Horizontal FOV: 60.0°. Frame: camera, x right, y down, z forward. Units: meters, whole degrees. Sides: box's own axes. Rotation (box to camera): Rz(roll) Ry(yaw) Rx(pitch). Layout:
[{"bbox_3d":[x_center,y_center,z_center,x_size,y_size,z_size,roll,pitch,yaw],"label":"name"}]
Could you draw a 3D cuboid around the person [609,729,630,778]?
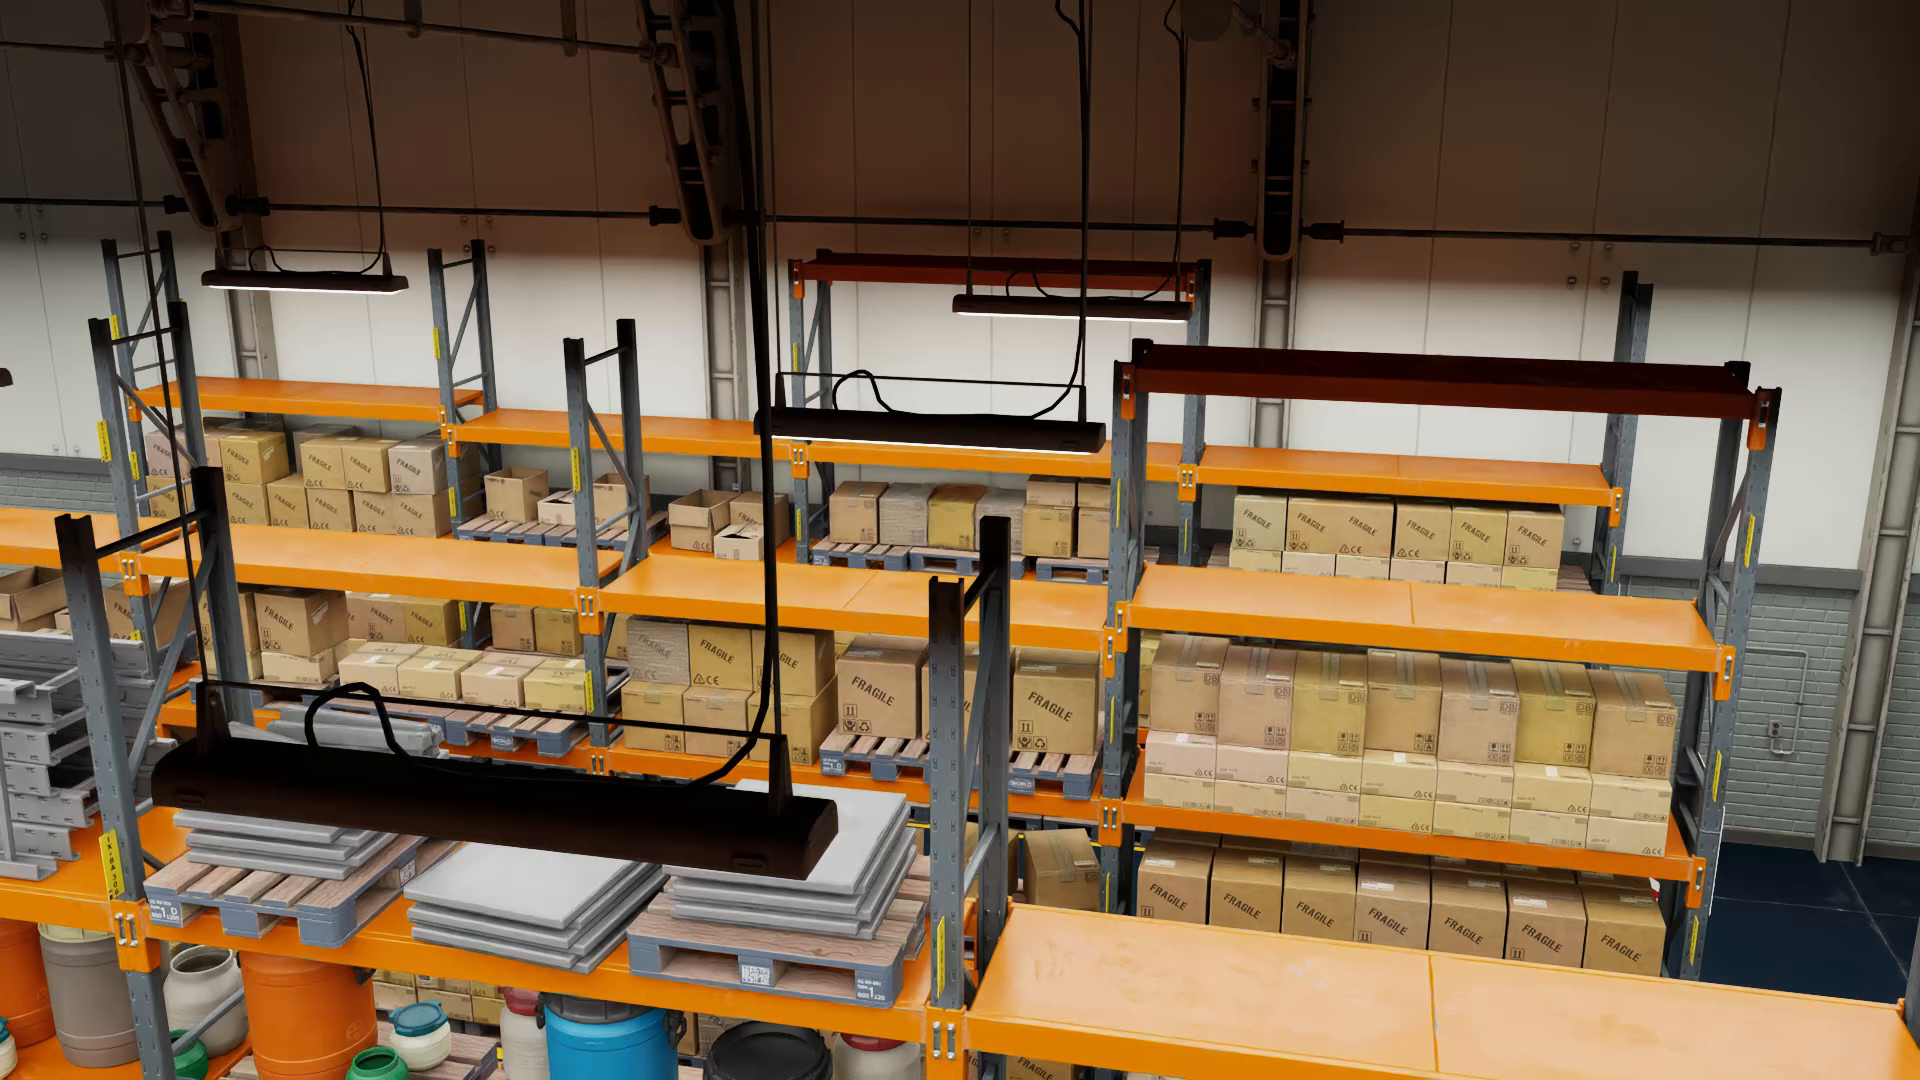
[{"bbox_3d":[-3.557,2.394,16.755,0.711,1.480,0.458,2,16,7],"label":"person"}]
